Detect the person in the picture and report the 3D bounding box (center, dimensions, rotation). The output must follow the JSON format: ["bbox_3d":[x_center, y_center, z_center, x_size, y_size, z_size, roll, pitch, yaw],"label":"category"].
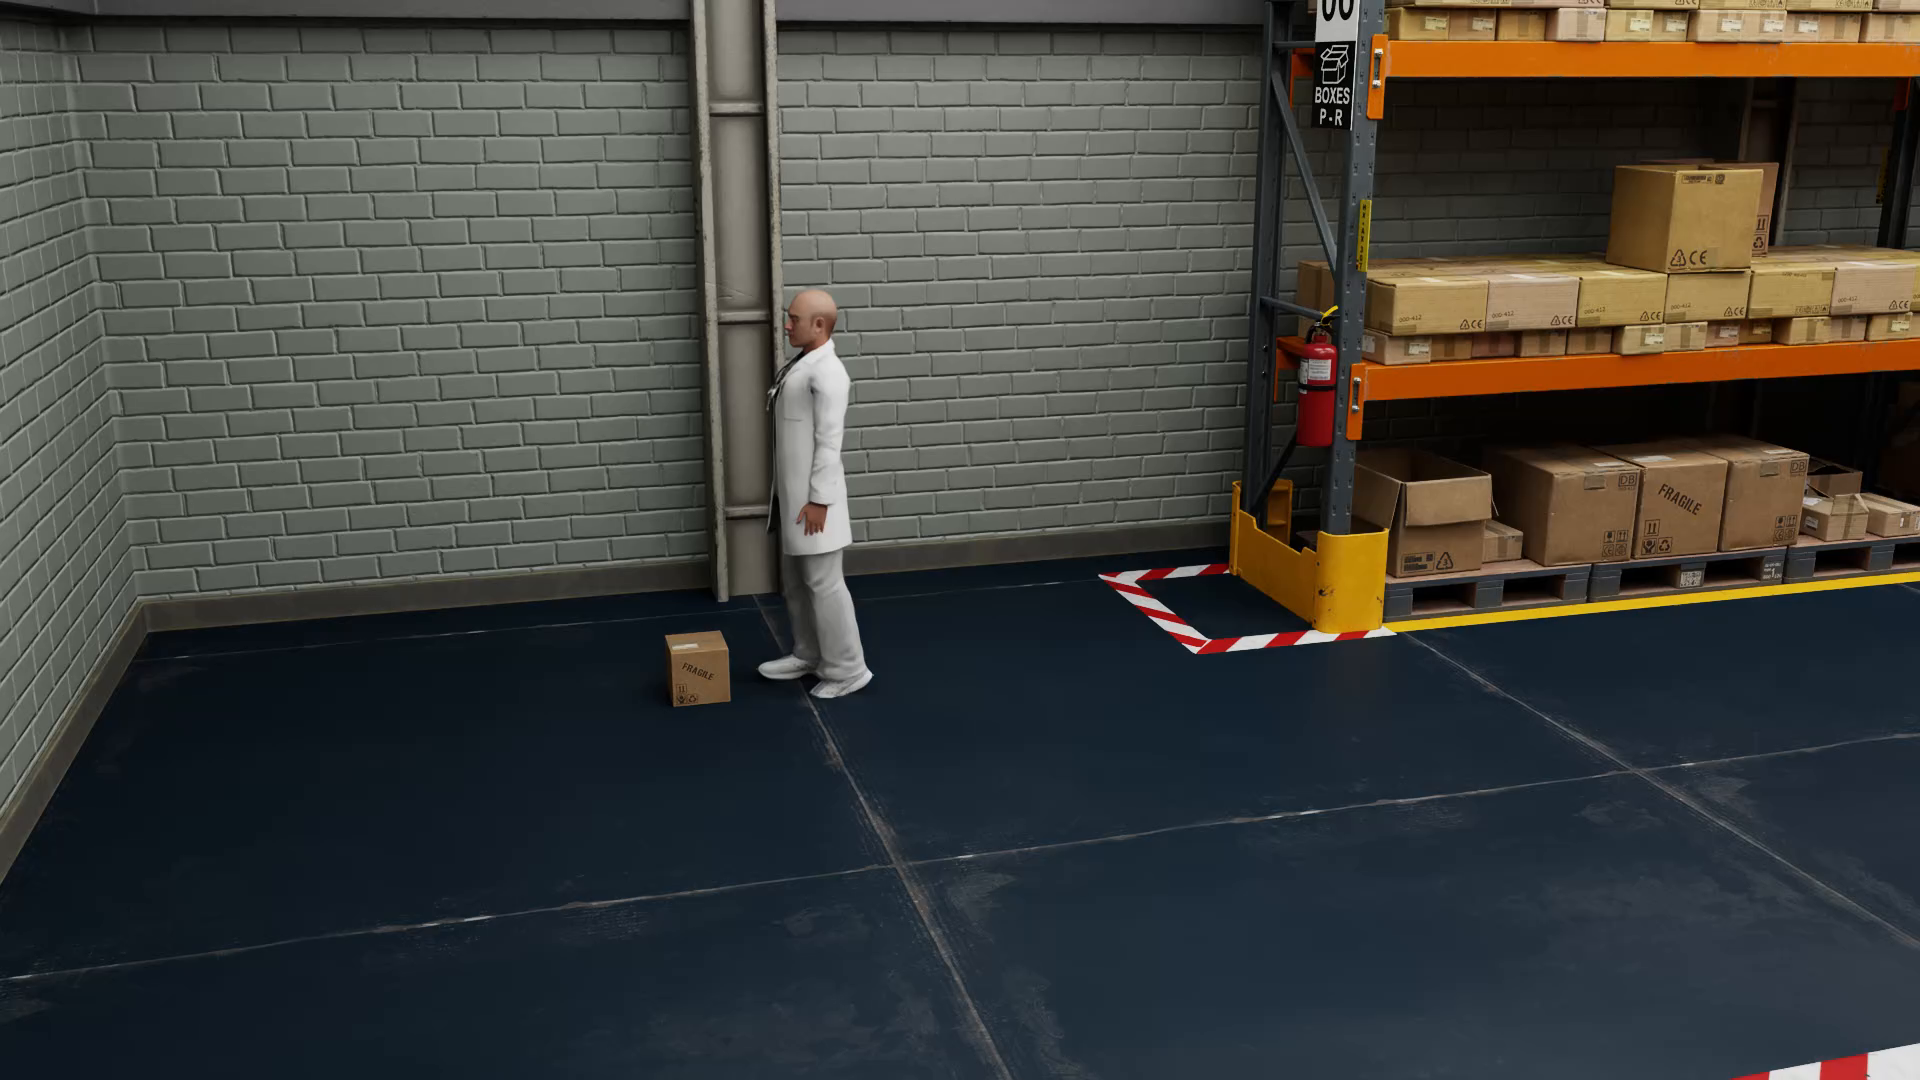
[{"bbox_3d":[-0.655,-0.170,7.288,0.480,1.848,0.573,-4,16,-14],"label":"person"}]
